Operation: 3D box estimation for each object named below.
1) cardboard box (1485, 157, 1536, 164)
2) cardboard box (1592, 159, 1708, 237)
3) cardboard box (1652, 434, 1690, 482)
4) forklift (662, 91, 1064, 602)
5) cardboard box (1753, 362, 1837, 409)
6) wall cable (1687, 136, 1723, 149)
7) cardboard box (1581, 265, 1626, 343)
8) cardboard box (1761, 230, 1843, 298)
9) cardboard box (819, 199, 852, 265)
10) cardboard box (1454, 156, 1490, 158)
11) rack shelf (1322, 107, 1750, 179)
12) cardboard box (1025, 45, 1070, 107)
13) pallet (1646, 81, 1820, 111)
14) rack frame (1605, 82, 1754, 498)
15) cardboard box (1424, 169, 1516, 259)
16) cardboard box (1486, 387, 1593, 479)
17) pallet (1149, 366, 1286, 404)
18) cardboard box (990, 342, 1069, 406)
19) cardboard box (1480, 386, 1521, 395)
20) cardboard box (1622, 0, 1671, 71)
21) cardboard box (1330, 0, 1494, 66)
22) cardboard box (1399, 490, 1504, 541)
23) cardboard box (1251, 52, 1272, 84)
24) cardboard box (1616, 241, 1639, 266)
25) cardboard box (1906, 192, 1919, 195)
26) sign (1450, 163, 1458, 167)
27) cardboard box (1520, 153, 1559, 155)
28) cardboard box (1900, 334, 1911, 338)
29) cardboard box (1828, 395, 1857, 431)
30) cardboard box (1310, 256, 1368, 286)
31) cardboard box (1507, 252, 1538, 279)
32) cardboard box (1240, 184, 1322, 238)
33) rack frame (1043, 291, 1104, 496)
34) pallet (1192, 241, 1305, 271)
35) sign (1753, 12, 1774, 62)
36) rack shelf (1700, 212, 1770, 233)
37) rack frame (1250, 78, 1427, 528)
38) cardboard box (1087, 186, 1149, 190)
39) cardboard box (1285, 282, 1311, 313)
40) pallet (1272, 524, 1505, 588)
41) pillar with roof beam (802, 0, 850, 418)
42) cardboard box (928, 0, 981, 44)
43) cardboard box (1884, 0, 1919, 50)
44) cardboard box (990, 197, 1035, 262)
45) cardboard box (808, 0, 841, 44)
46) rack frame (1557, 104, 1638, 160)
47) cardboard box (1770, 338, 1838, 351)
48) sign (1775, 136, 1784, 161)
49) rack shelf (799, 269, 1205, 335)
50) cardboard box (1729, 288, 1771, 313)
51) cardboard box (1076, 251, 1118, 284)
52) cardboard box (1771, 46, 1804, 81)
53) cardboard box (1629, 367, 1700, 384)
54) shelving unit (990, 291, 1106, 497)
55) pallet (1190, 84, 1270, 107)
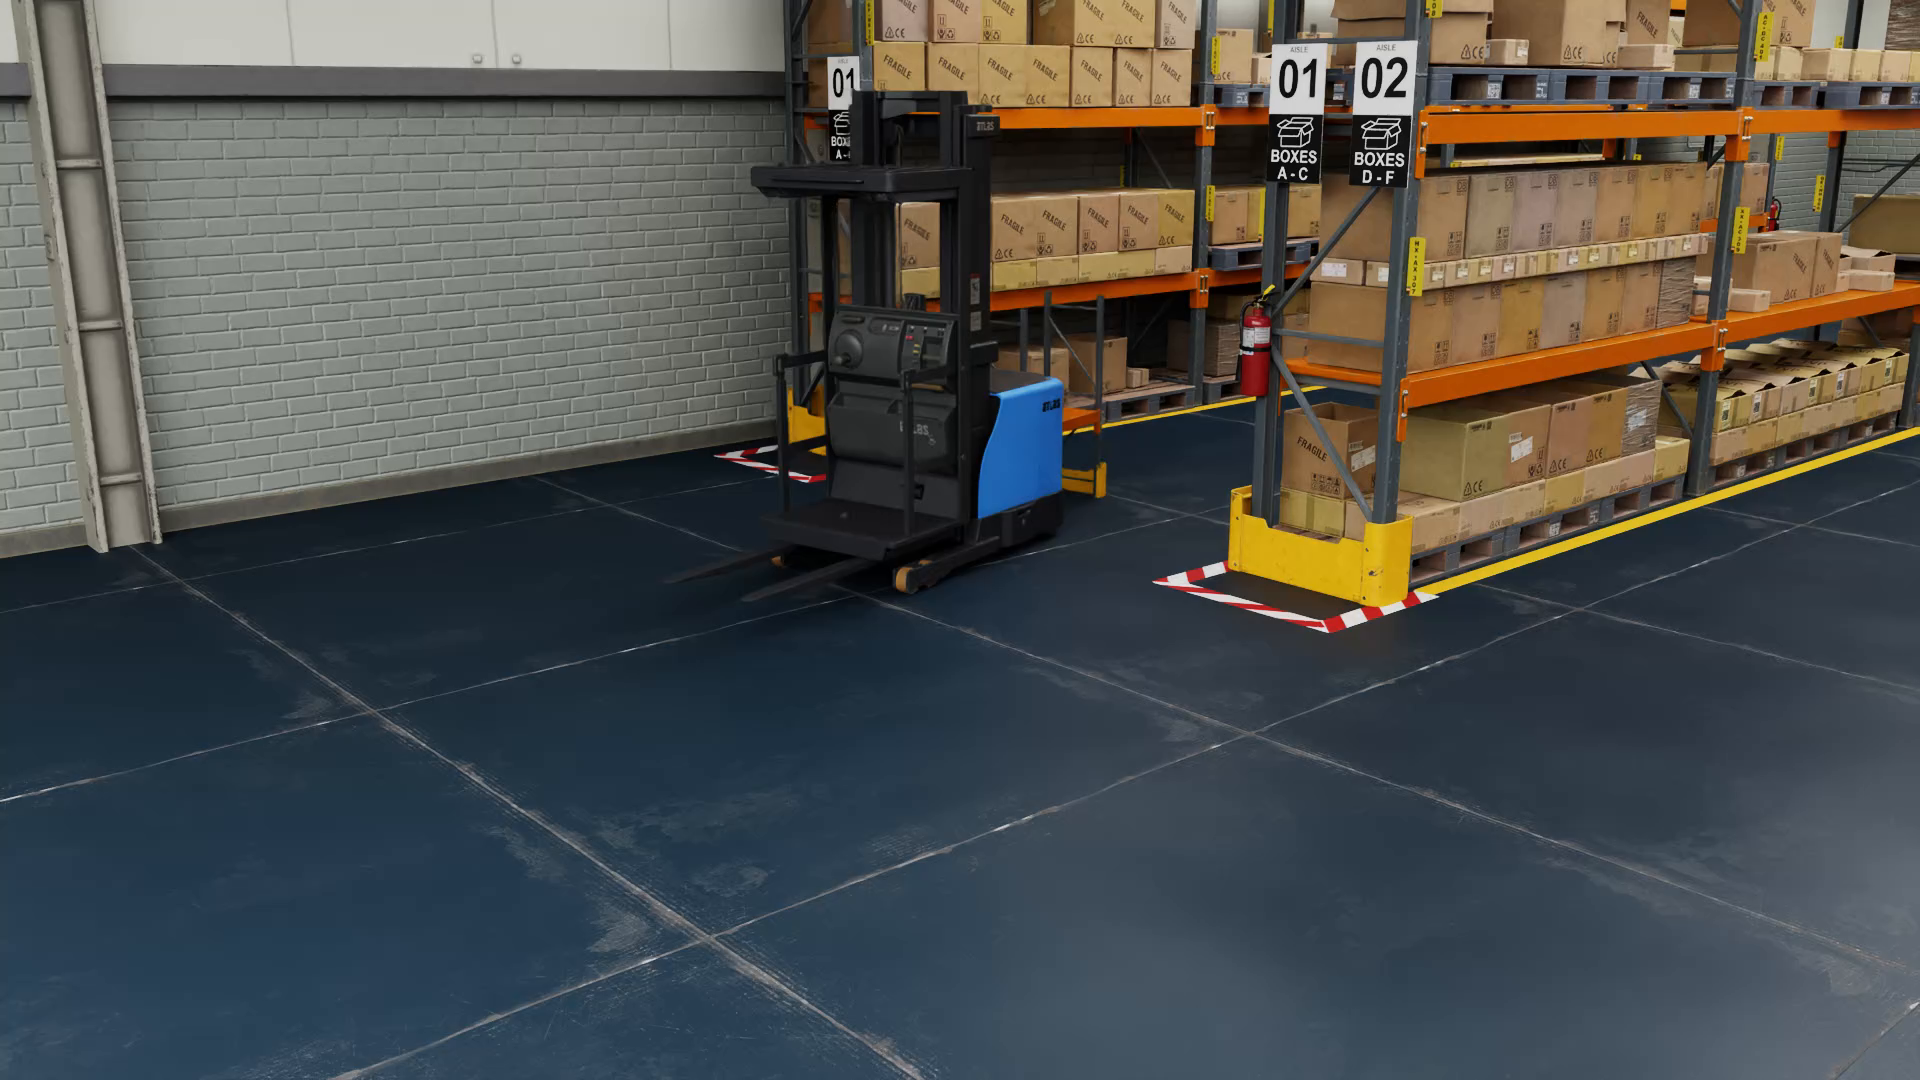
[{"bbox_3d":[6.283,-4.280,19.200,0.500,0.250,0.500,-12,19,-39],"label":"cardboard box"},{"bbox_3d":[4.898,-2.470,11.978,0.500,0.500,0.700,-13,19,-39],"label":"cardboard box"},{"bbox_3d":[5.022,-0.625,12.292,0.500,0.250,0.500,-13,19,-39],"label":"cardboard box"},{"bbox_3d":[-0.555,-1.231,10.180,1.130,2.935,3.031,10,18,34],"label":"forklift"},{"bbox_3d":[6.863,-1.299,13.729,0.500,0.311,0.500,-12,19,-38],"label":"cardboard box"},{"bbox_3d":[11.372,-5.760,25.033,1.851,1.984,0.084,-13,19,-39],"label":"wall cable"},{"bbox_3d":[4.123,-1.669,11.491,0.500,0.500,0.700,-12,19,-39],"label":"cardboard box"},{"bbox_3d":[6.991,-2.310,13.892,0.500,0.500,0.500,-14,20,-42],"label":"cardboard box"},{"bbox_3d":[-0.827,-2.578,13.889,0.500,0.500,0.500,-13,20,-40],"label":"cardboard box"},{"bbox_3d":[5.946,-4.378,19.564,0.500,0.250,0.500,-13,20,-41],"label":"cardboard box"},{"bbox_3d":[3.720,-2.634,10.882,4.000,0.370,1.077,-13,19,-39],"label":"rack shelf"},{"bbox_3d":[0.581,-3.941,14.145,0.500,0.500,0.500,-11,19,-36],"label":"cardboard box"},{"bbox_3d":[5.886,-3.380,12.651,1.217,0.209,0.805,-14,20,-42],"label":"pallet"},{"bbox_3d":[5.229,-1.872,12.444,0.127,3.000,1.000,-13,19,-39],"label":"rack frame"},{"bbox_3d":[3.005,-2.045,10.385,0.500,0.500,0.700,-13,20,-41],"label":"cardboard box"},{"bbox_3d":[3.895,-0.732,11.239,0.500,0.500,0.500,-13,19,-39],"label":"cardboard box"},{"bbox_3d":[2.561,-1.620,16.907,1.213,0.211,1.003,-13,19,-39],"label":"pallet"},{"bbox_3d":[0.554,-1.473,14.945,0.500,0.500,0.700,-14,21,-43],"label":"cardboard box"},{"bbox_3d":[3.543,-0.836,11.629,0.500,0.500,0.500,-13,19,-39],"label":"cardboard box"},{"bbox_3d":[4.676,-3.606,11.845,0.500,0.500,0.500,-11,18,-35],"label":"cardboard box"},{"bbox_3d":[2.647,-3.060,9.796,0.637,0.503,0.797,-11,18,-36],"label":"cardboard box"},{"bbox_3d":[3.137,-0.201,10.706,0.500,0.250,0.500,-13,19,-39],"label":"cardboard box"},{"bbox_3d":[2.904,-4.626,16.302,0.500,0.311,0.500,-12,19,-38],"label":"cardboard box"},{"bbox_3d":[4.395,-1.974,11.375,0.250,0.149,0.380,-13,20,-40],"label":"cardboard box"},{"bbox_3d":[9.463,-3.047,15.837,0.500,0.500,0.700,-9,17,-29],"label":"cardboard box"},{"bbox_3d":[5.355,-3.930,18.060,0.005,0.325,0.100,-13,19,-39],"label":"sign"},{"bbox_3d":[7.101,-4.637,20.537,0.500,0.250,0.500,-12,19,-39],"label":"cardboard box"},{"bbox_3d":[9.168,-1.665,15.664,0.500,0.500,0.500,-14,20,-41],"label":"cardboard box"},{"bbox_3d":[7.242,-1.114,14.124,0.500,0.250,0.500,-12,19,-38],"label":"cardboard box"},{"bbox_3d":[2.374,-1.658,10.192,0.250,0.149,0.380,-13,20,-40],"label":"cardboard box"},{"bbox_3d":[3.426,-1.755,10.559,0.250,0.149,0.380,-14,20,-41],"label":"cardboard box"},{"bbox_3d":[3.283,-3.387,17.070,0.500,0.500,0.700,-10,18,-32],"label":"cardboard box"},{"bbox_3d":[0.840,-1.095,12.443,0.500,1.500,0.032,10,18,34],"label":"rack frame"},{"bbox_3d":[2.646,-2.844,16.456,1.213,0.211,1.003,-13,19,-39],"label":"pallet"},{"bbox_3d":[5.594,-3.501,11.577,0.005,0.325,0.100,-13,19,-39],"label":"sign"},{"bbox_3d":[9.518,-4.182,22.487,4.000,0.370,1.077,-13,19,-39],"label":"rack shelf"},{"bbox_3d":[2.211,-1.194,9.908,0.127,3.000,1.000,-13,19,-39],"label":"rack frame"},{"bbox_3d":[1.482,-3.096,15.827,0.500,0.500,0.500,-13,20,-41],"label":"cardboard box"},{"bbox_3d":[3.627,-2.576,17.618,0.500,0.250,0.500,-13,20,-40],"label":"cardboard box"},{"bbox_3d":[2.761,0.015,10.783,1.213,0.211,1.003,-13,19,-39],"label":"pallet"},{"bbox_3d":[1.743,-4.505,10.678,0.400,9.000,9.100,-13,19,-39],"label":"pillar with roof beam"},{"bbox_3d":[-0.182,-4.241,13.333,0.500,0.500,0.500,-13,20,-40],"label":"cardboard box"},{"bbox_3d":[8.580,-4.602,14.724,0.500,0.500,0.500,-13,19,-39],"label":"cardboard box"},{"bbox_3d":[0.287,-2.648,14.149,0.500,0.500,0.500,-13,20,-41],"label":"cardboard box"},{"bbox_3d":[-0.890,-4.272,13.448,0.500,0.500,0.500,-12,19,-37],"label":"cardboard box"},{"bbox_3d":[8.009,-4.191,21.126,0.127,3.000,1.000,-13,19,-39],"label":"rack frame"},{"bbox_3d":[7.658,-1.663,15.091,0.500,0.311,0.500,-12,19,-38],"label":"cardboard box"},{"bbox_3d":[11.372,-5.434,23.079,0.005,0.325,0.100,-13,19,-39],"label":"sign"},{"bbox_3d":[0.465,-2.149,14.877,4.000,0.370,1.077,-13,19,-39],"label":"rack shelf"},{"bbox_3d":[6.031,-1.861,12.890,0.250,0.149,0.380,-13,19,-39],"label":"cardboard box"},{"bbox_3d":[1.065,-2.462,14.908,0.500,0.250,0.500,-13,20,-40],"label":"cardboard box"},{"bbox_3d":[6.112,-3.647,12.757,0.500,0.250,0.500,14,20,42],"label":"cardboard box"},{"bbox_3d":[5.734,-1.231,13.473,0.500,0.311,0.500,-12,19,-38],"label":"cardboard box"},{"bbox_3d":[0.550,-0.990,12.051,0.587,1.500,1.083,10,18,34],"label":"shelving unit"},{"bbox_3d":[2.510,-4.278,16.003,1.003,0.211,1.213,-13,19,-39],"label":"pallet"}]
